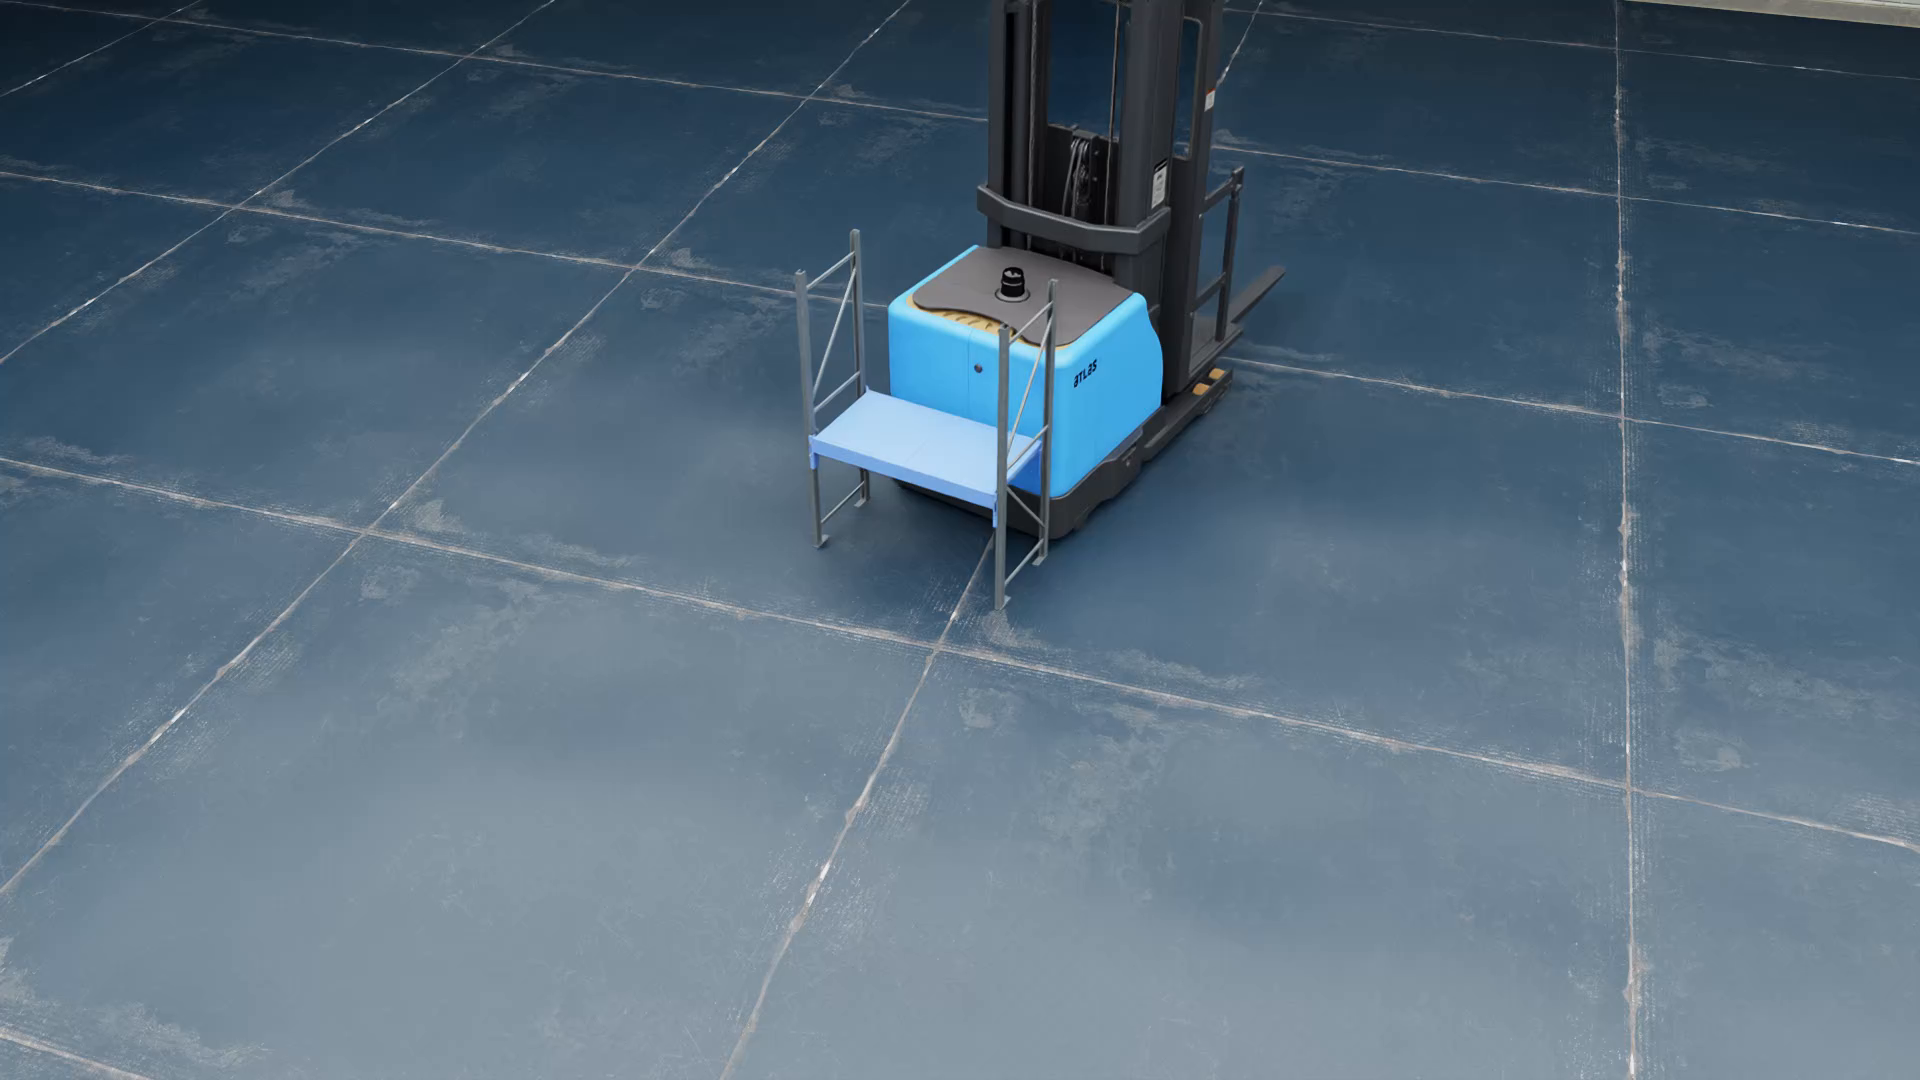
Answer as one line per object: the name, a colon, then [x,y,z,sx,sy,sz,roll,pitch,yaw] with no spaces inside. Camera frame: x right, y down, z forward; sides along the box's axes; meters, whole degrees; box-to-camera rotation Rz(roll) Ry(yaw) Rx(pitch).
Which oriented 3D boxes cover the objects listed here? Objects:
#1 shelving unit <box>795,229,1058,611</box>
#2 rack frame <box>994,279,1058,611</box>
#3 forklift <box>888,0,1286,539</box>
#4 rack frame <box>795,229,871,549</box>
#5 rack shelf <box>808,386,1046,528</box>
shelving unit: [-0.149,-0.550,7.731,1.048,1.500,0.538,18,40,23]
rack frame: [0.296,-0.404,7.533,0.032,1.500,0.500,18,40,23]
forklift: [0.871,-2.021,8.524,1.130,2.935,3.031,21,41,26]
rack frame: [-0.594,-0.695,7.930,0.032,1.500,0.500,18,40,23]
rack shelf: [-0.149,-0.405,7.838,1.000,0.185,0.538,18,40,23]
